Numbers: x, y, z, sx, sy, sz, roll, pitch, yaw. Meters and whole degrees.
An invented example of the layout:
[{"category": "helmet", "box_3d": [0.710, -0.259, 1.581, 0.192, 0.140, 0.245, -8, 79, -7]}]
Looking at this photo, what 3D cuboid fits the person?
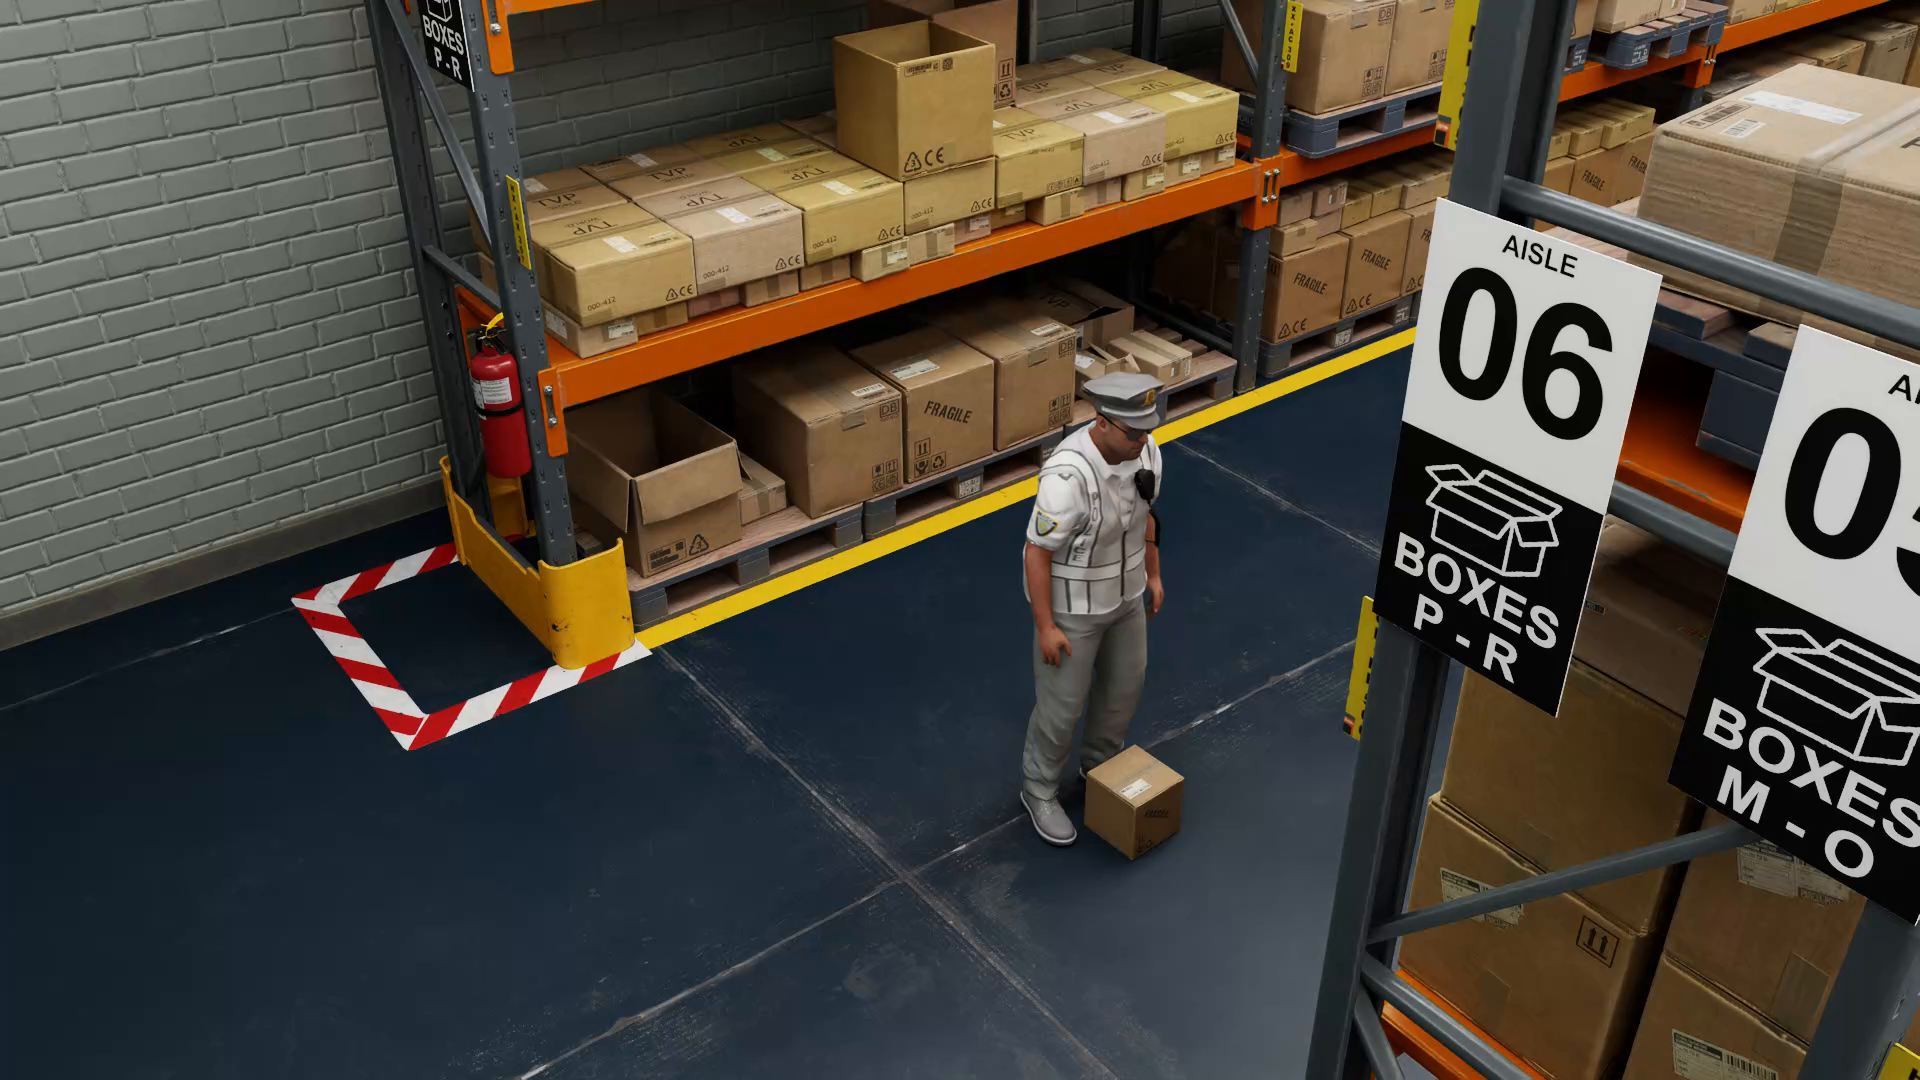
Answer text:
[{"category": "person", "box_3d": [0.469, 0.206, 5.796, 0.603, 1.750, 0.470, -24, 39, -33]}]
